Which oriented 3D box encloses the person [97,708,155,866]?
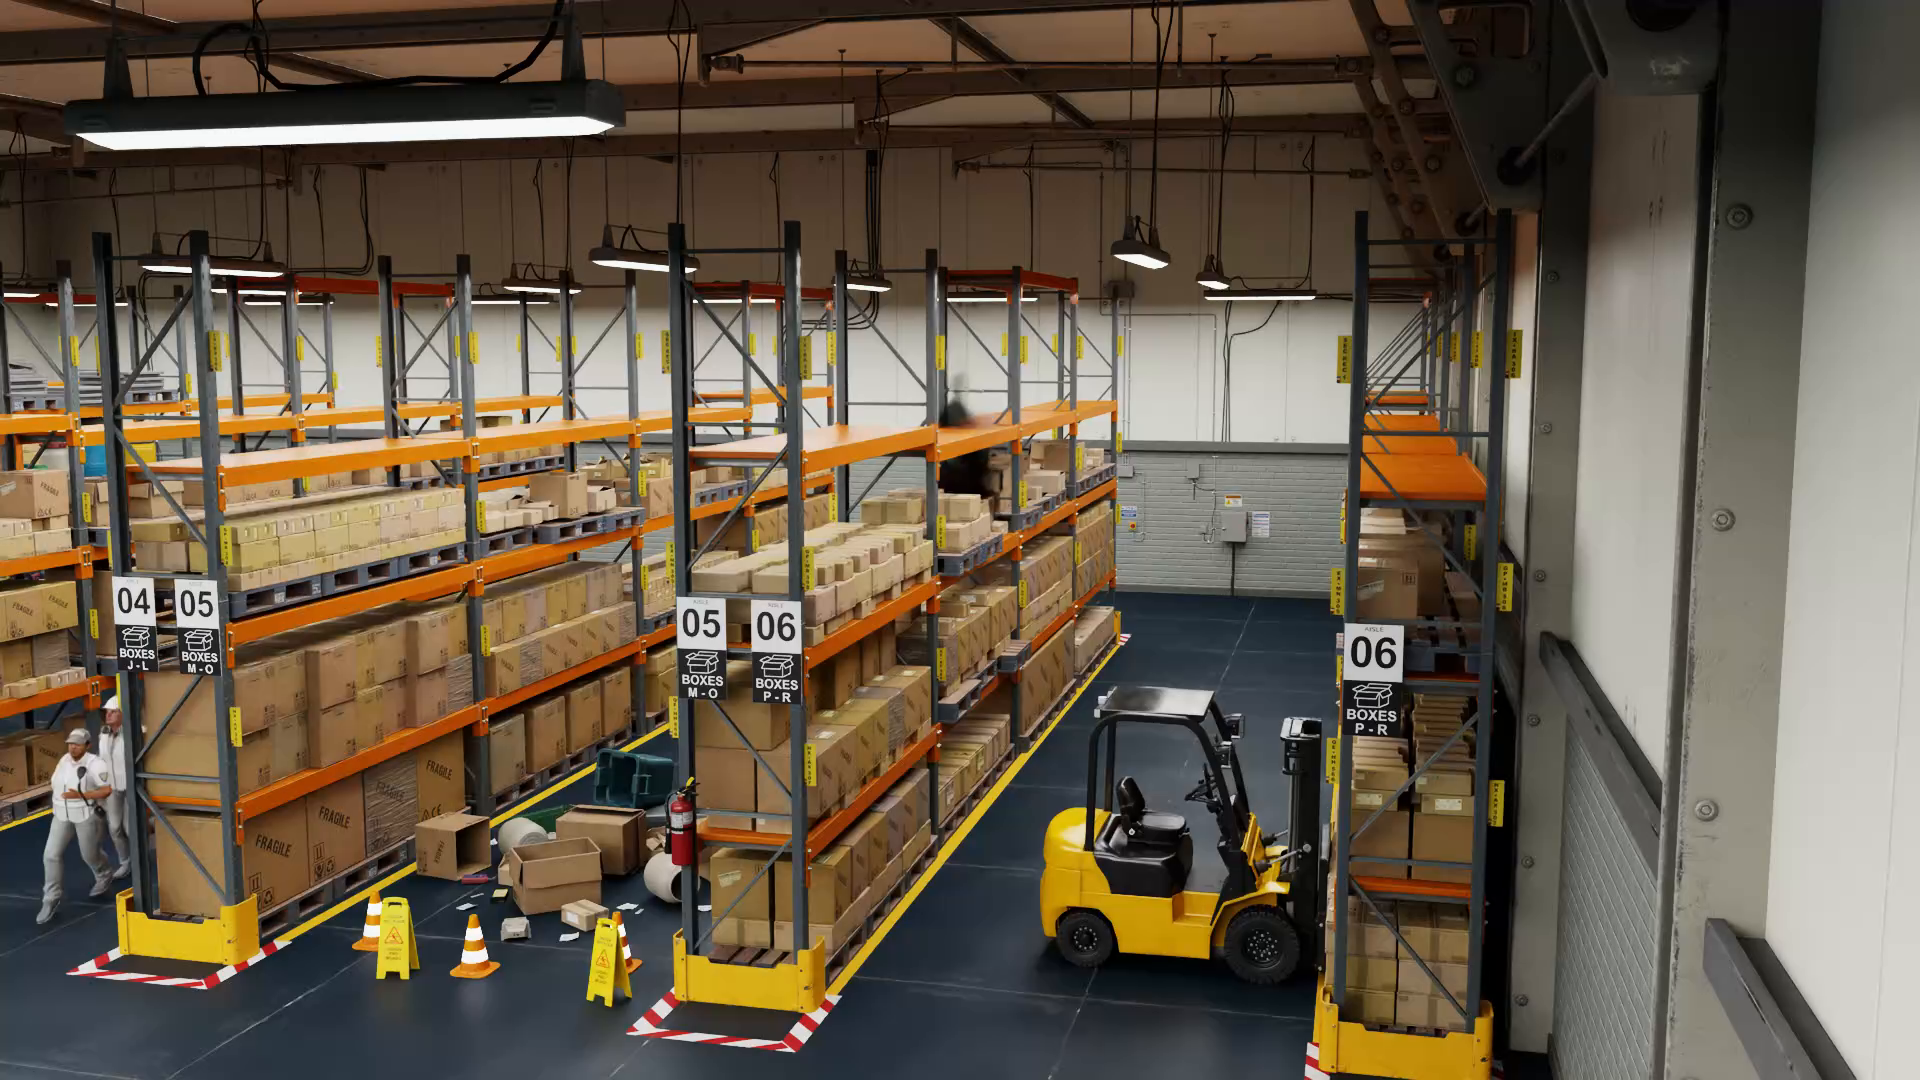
[{"bbox_3d":[-8.013,2.348,16.079,0.668,1.636,0.611,1,7,8],"label":"person"}]

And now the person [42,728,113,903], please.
[{"bbox_3d":[-7.918,2.452,15.059,0.579,1.539,0.712,0,7,3],"label":"person"}]
